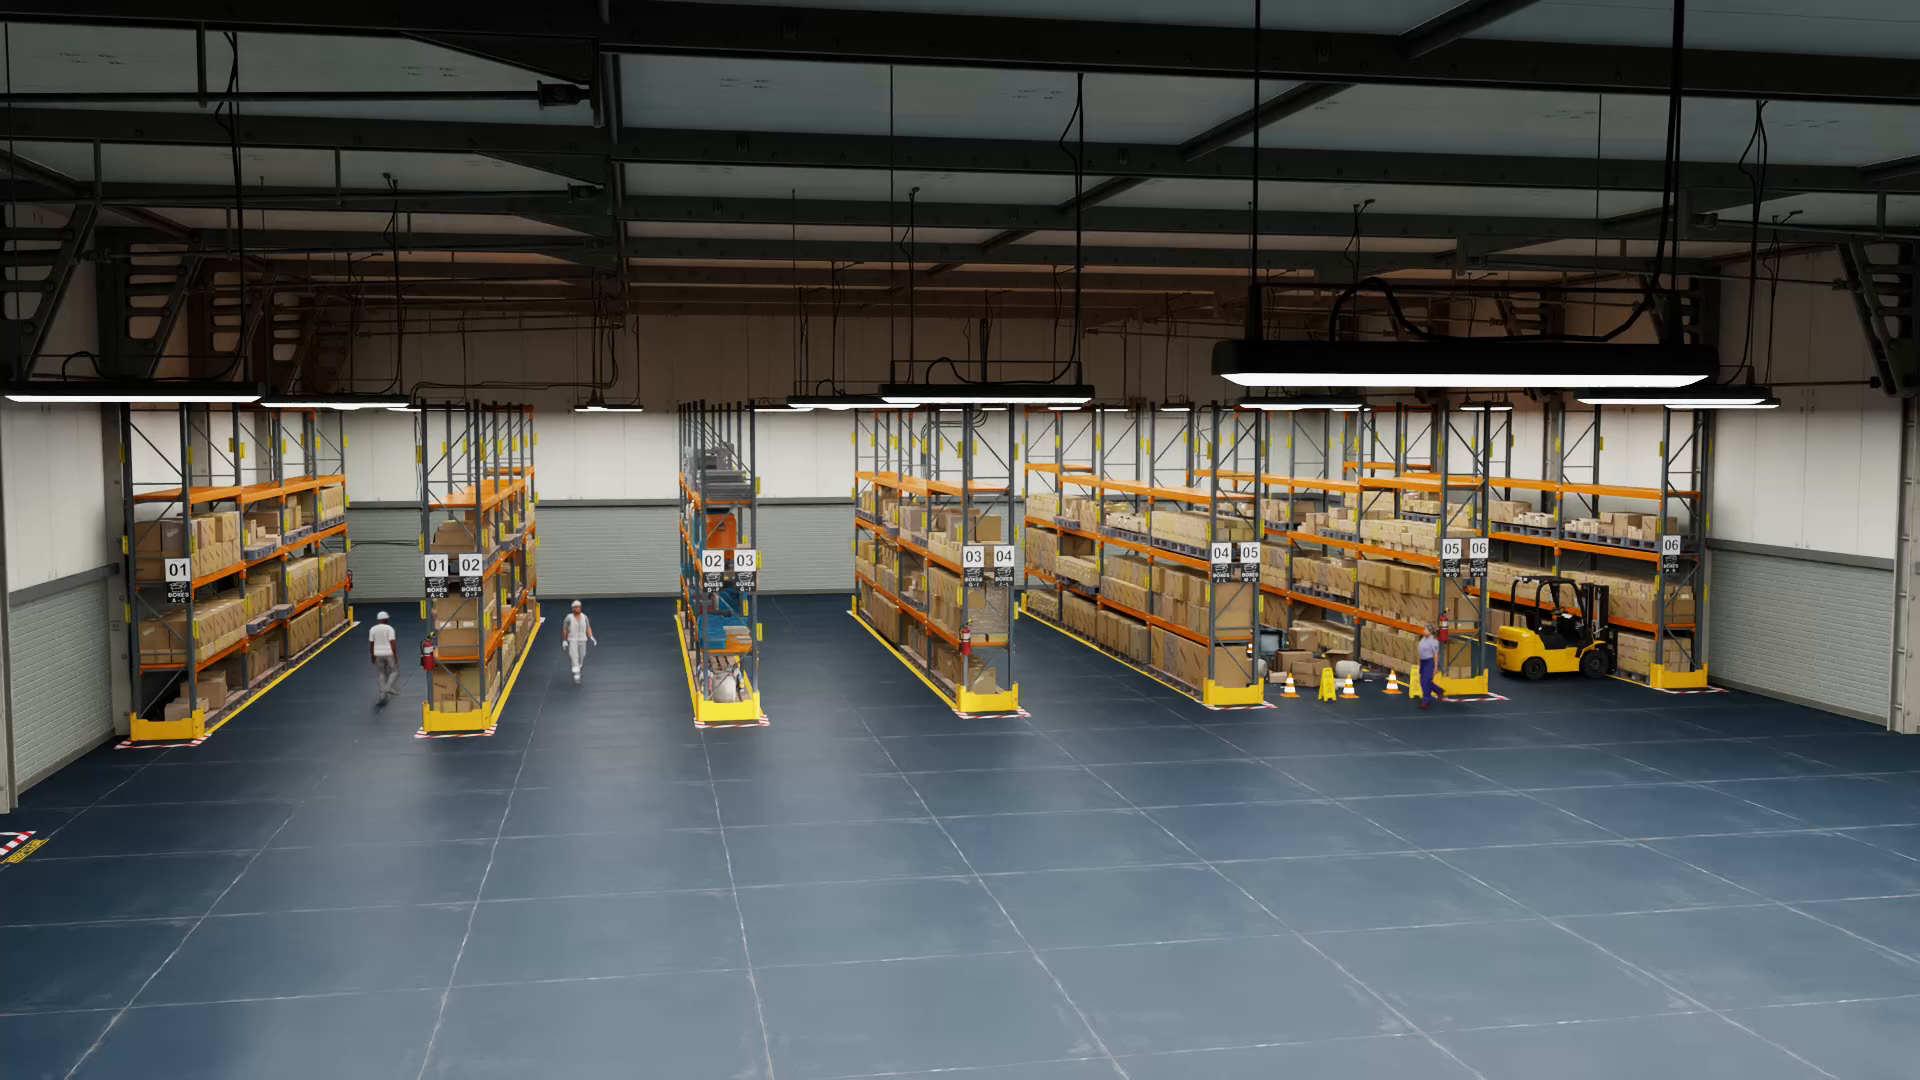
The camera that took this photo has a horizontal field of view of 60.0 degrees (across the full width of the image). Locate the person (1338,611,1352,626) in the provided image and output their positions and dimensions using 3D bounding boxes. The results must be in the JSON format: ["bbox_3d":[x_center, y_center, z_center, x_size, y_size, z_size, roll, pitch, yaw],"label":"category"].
[{"bbox_3d":[10.379,1.569,44.647,0.443,1.623,0.362,-3,6,-39],"label":"person"}]

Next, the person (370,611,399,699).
[{"bbox_3d":[-11.585,2.318,33.427,0.605,1.749,0.540,0,4,1],"label":"person"}]

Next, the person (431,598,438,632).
[{"bbox_3d":[-13.030,1.802,41.568,0.554,1.579,0.691,0,4,-1],"label":"person"}]

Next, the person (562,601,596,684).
[{"bbox_3d":[-8.129,2.162,35.465,0.655,1.741,1.093,-2,5,-25],"label":"person"}]

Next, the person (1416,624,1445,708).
[{"bbox_3d":[9.226,2.447,32.530,0.730,1.616,0.494,-1,5,-17],"label":"person"}]
